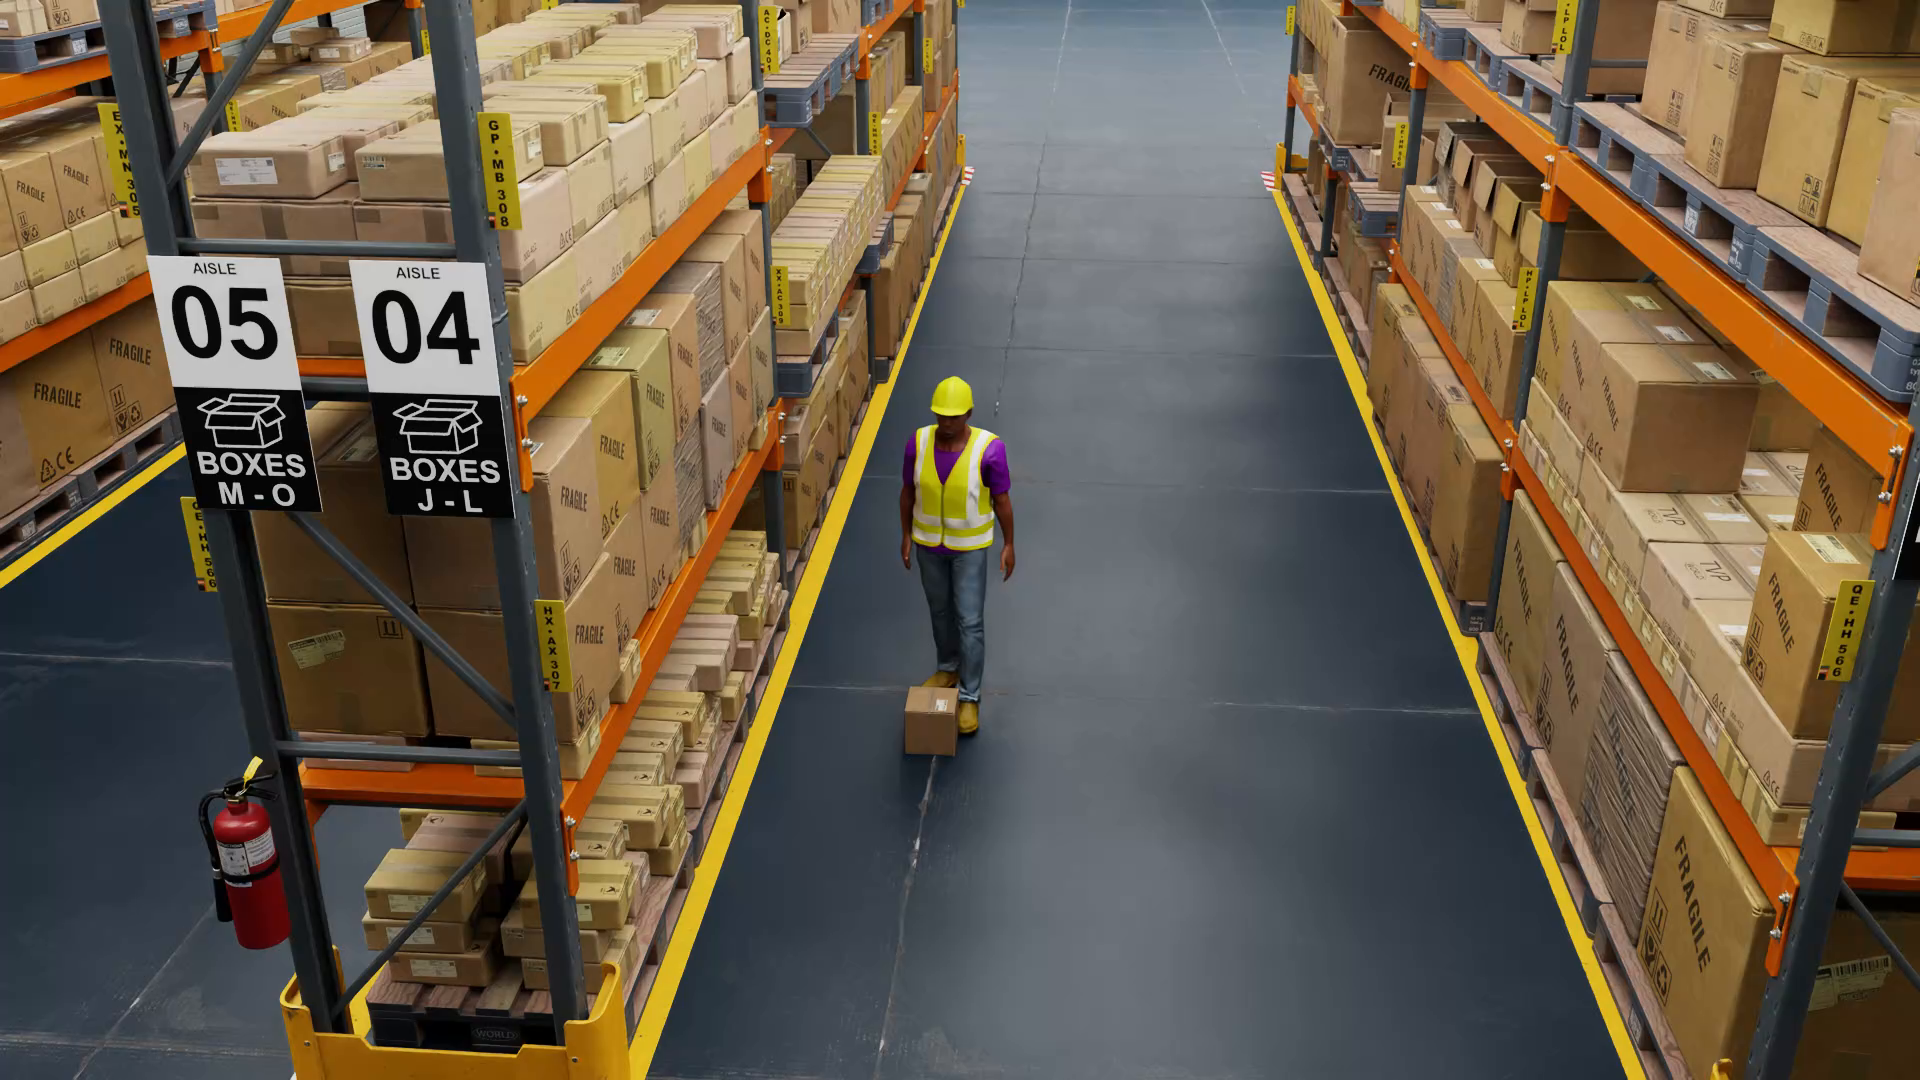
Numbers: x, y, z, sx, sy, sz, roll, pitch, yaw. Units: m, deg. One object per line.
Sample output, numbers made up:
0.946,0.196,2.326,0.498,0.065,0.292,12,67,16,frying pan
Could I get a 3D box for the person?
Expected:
-0.067,0.060,8.414,0.621,1.760,0.643,8,26,17,person
